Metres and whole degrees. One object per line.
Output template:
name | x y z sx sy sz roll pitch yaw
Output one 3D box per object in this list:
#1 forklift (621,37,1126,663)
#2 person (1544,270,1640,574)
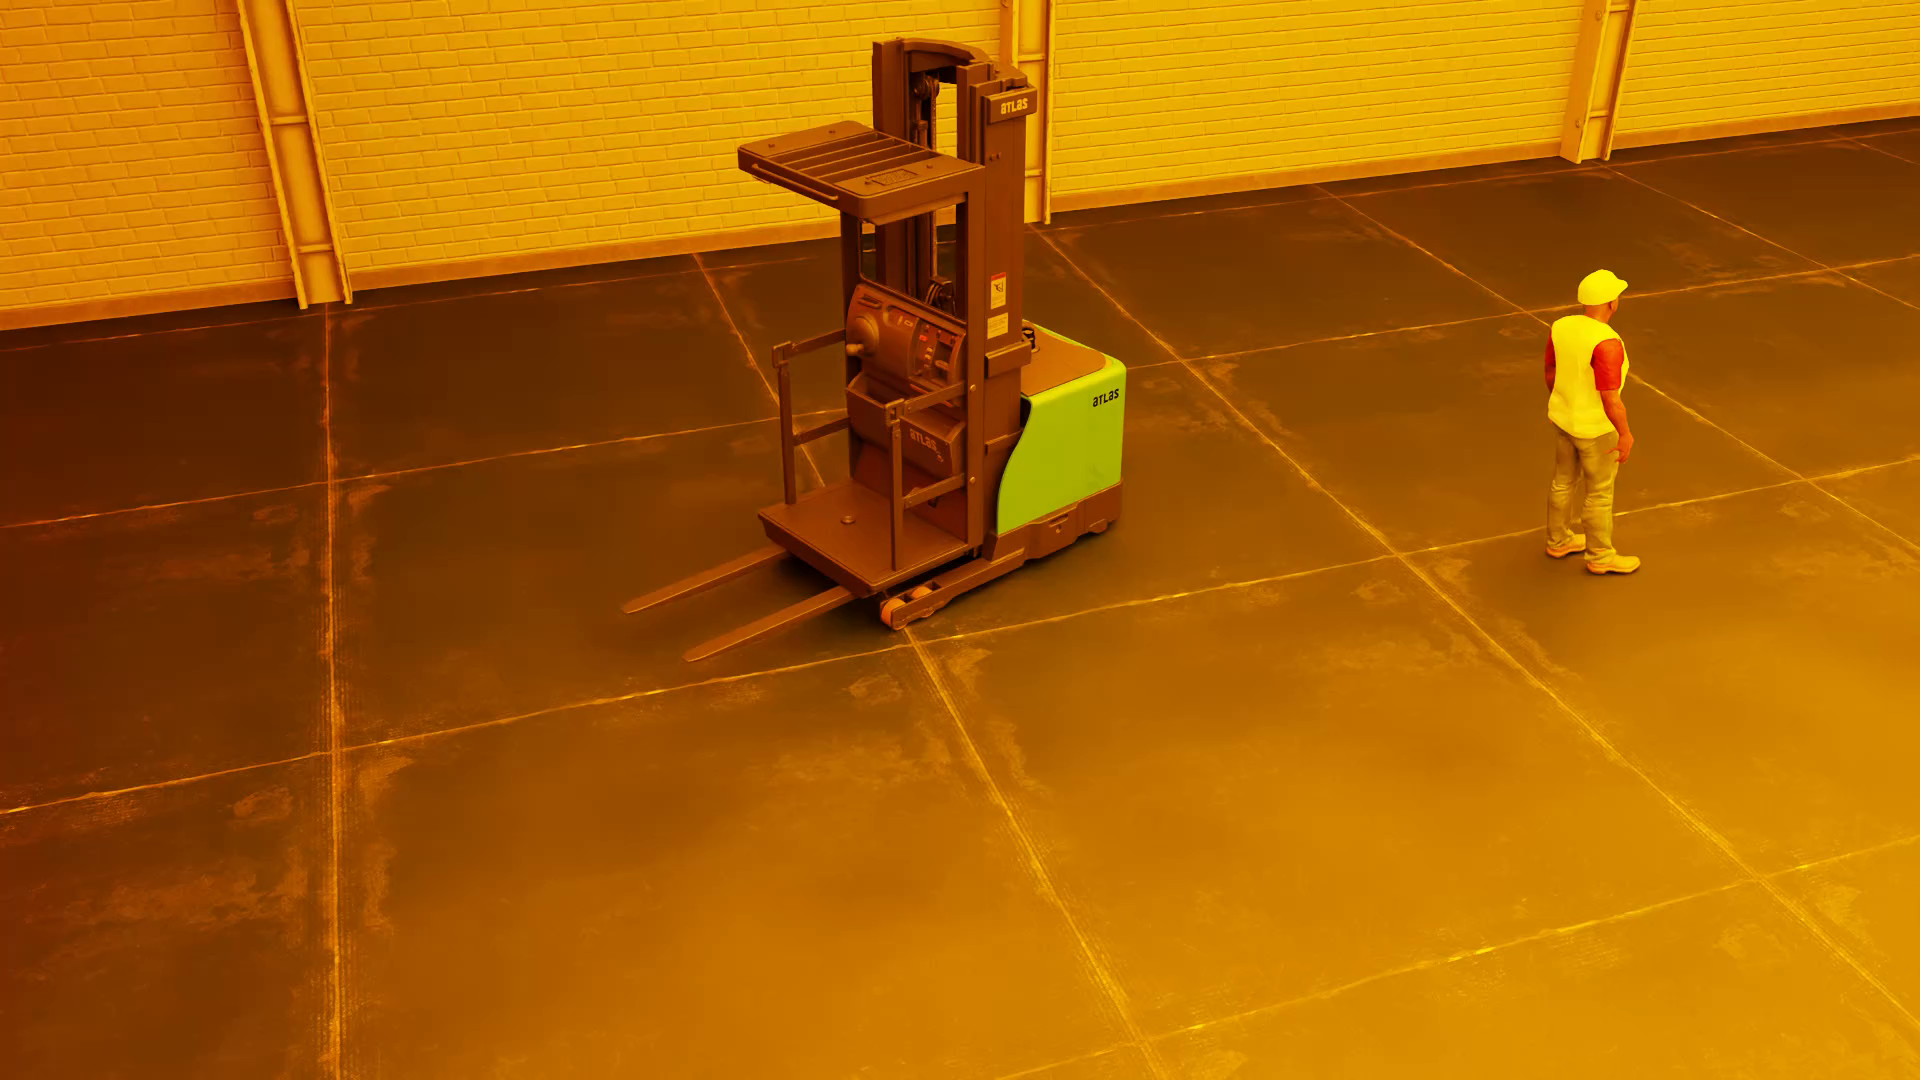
forklift | -0.461 -1.072 8.951 3.031 2.935 1.130 -23 37 -34
person | 3.614 -0.689 9.437 0.576 1.765 0.666 -9 31 -16
